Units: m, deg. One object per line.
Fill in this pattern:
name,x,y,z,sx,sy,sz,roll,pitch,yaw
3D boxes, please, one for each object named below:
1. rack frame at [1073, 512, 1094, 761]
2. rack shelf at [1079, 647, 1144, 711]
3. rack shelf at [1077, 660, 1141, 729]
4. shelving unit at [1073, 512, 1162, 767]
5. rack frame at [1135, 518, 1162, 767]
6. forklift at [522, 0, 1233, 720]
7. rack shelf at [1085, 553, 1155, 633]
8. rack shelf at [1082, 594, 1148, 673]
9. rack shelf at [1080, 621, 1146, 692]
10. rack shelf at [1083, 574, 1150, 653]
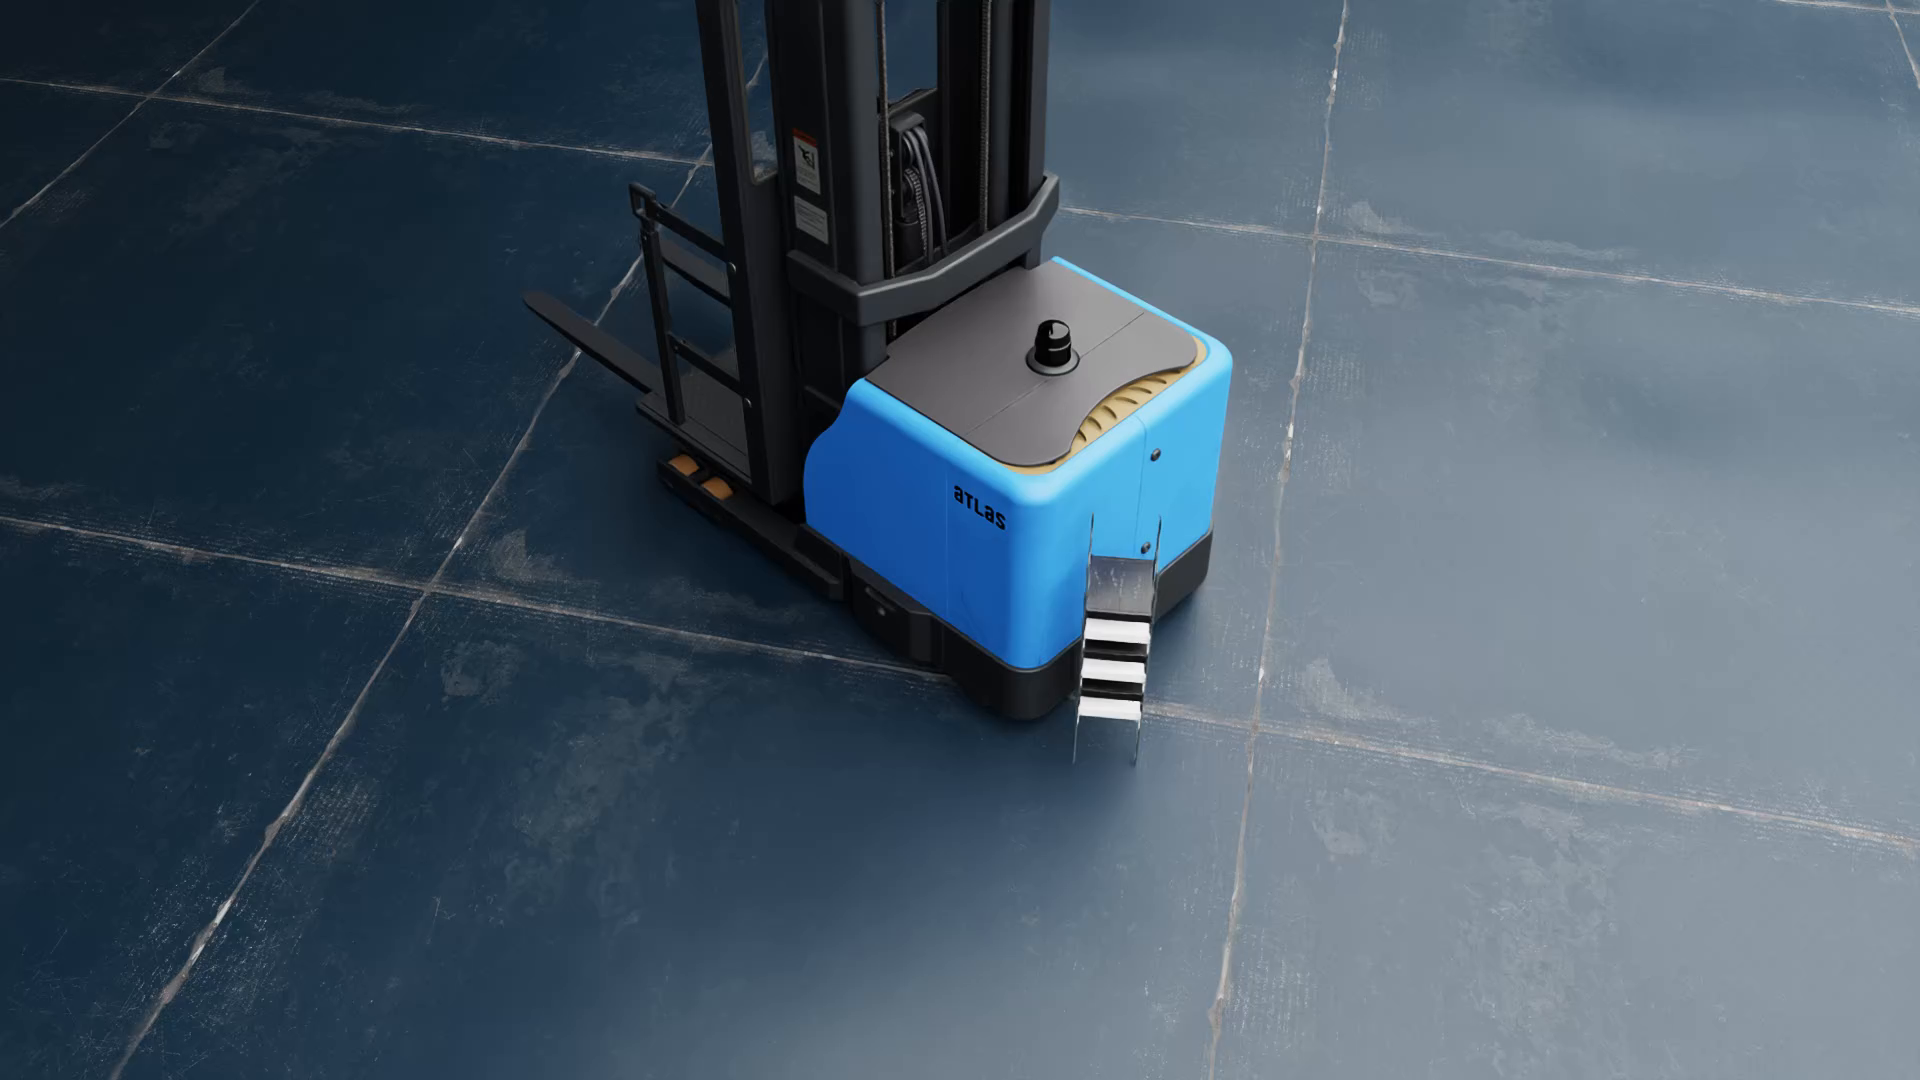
rack frame,0.390,0.323,5.265,0.006,0.900,0.240,5,44,5
rack shelf,0.491,0.420,5.342,0.200,0.077,0.258,5,44,5
rack shelf,0.491,0.485,5.405,0.200,0.077,0.258,5,44,5
shelving unit,0.491,0.332,5.257,0.210,0.900,0.258,5,44,5
rack frame,0.592,0.340,5.248,0.006,0.900,0.240,5,44,5
forklift,-0.518,-1.362,5.552,3.031,2.935,1.130,33,53,30
rack shelf,0.491,0.161,5.093,0.200,0.077,0.258,5,44,5
rack shelf,0.491,0.291,5.217,0.200,0.077,0.258,5,44,5
rack shelf,0.491,0.356,5.280,0.200,0.077,0.258,5,44,5
rack shelf,0.491,0.226,5.155,0.200,0.077,0.258,5,44,5
